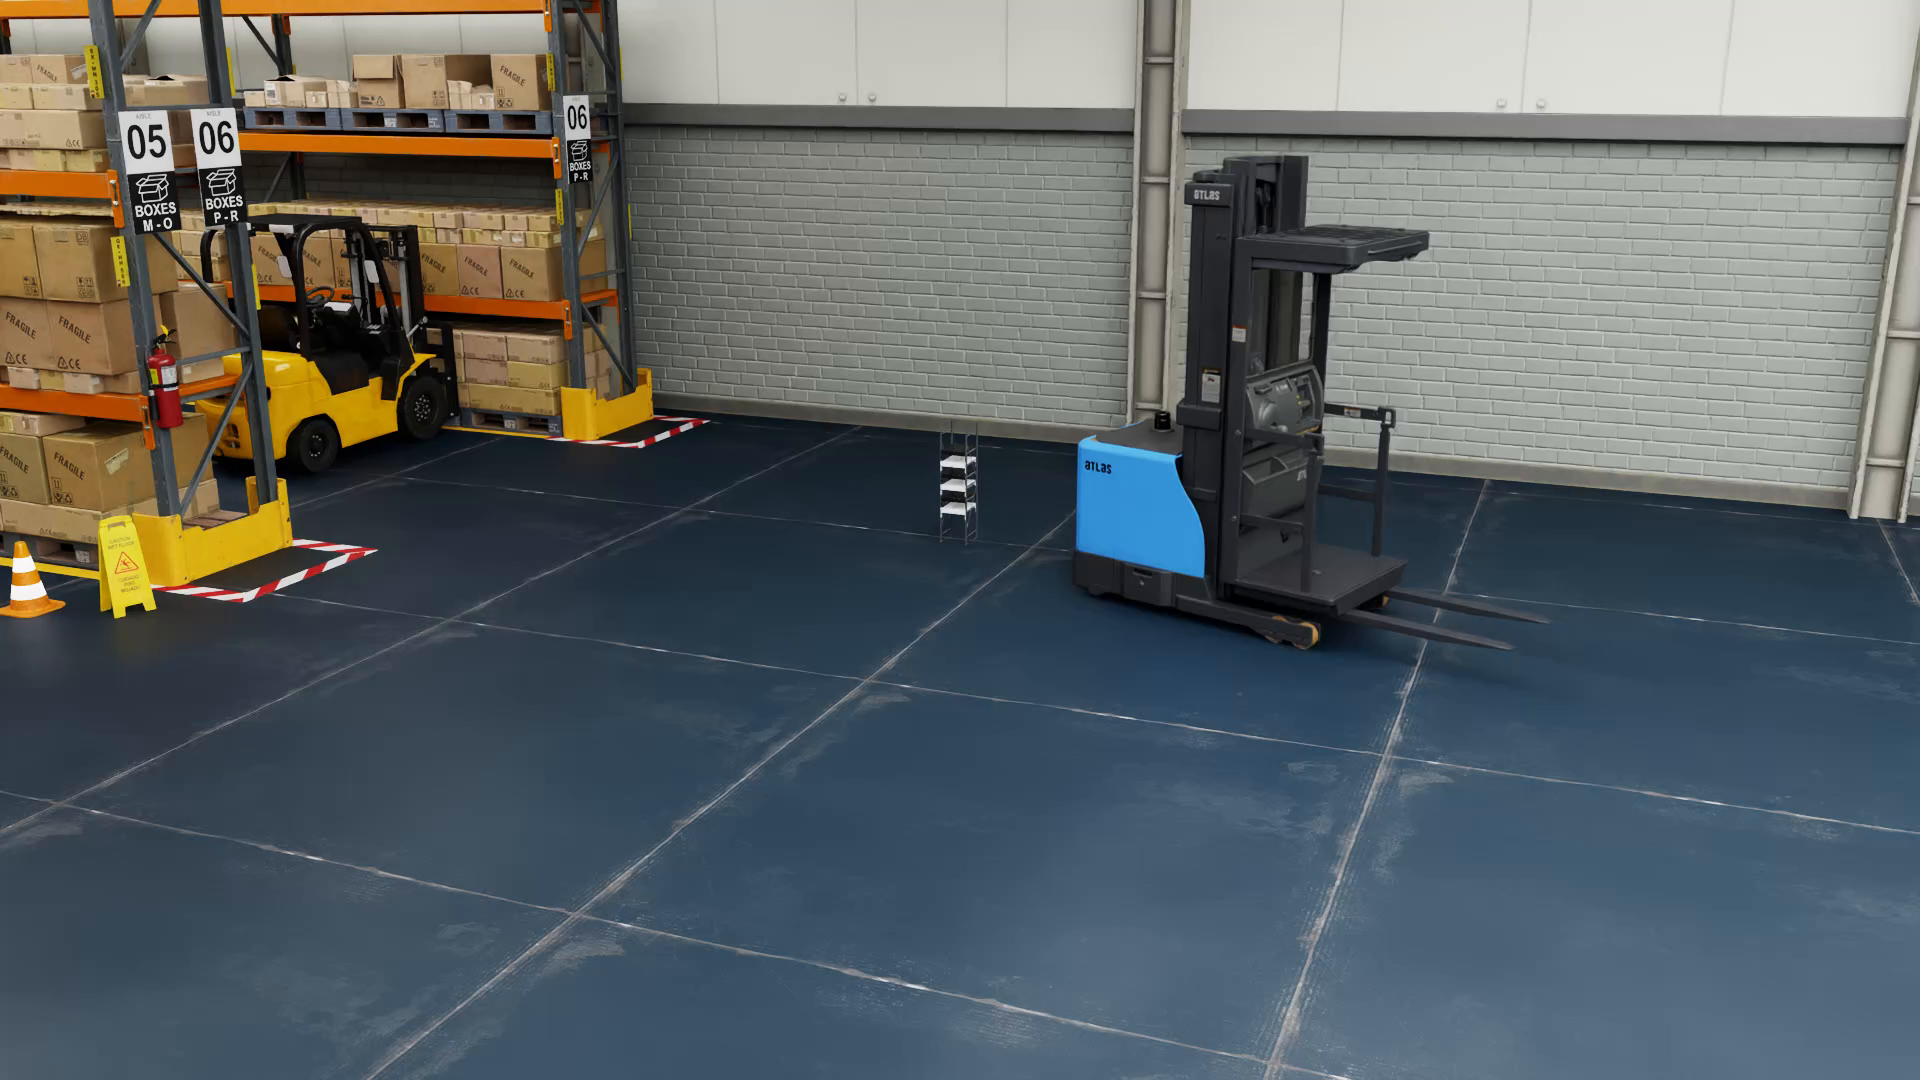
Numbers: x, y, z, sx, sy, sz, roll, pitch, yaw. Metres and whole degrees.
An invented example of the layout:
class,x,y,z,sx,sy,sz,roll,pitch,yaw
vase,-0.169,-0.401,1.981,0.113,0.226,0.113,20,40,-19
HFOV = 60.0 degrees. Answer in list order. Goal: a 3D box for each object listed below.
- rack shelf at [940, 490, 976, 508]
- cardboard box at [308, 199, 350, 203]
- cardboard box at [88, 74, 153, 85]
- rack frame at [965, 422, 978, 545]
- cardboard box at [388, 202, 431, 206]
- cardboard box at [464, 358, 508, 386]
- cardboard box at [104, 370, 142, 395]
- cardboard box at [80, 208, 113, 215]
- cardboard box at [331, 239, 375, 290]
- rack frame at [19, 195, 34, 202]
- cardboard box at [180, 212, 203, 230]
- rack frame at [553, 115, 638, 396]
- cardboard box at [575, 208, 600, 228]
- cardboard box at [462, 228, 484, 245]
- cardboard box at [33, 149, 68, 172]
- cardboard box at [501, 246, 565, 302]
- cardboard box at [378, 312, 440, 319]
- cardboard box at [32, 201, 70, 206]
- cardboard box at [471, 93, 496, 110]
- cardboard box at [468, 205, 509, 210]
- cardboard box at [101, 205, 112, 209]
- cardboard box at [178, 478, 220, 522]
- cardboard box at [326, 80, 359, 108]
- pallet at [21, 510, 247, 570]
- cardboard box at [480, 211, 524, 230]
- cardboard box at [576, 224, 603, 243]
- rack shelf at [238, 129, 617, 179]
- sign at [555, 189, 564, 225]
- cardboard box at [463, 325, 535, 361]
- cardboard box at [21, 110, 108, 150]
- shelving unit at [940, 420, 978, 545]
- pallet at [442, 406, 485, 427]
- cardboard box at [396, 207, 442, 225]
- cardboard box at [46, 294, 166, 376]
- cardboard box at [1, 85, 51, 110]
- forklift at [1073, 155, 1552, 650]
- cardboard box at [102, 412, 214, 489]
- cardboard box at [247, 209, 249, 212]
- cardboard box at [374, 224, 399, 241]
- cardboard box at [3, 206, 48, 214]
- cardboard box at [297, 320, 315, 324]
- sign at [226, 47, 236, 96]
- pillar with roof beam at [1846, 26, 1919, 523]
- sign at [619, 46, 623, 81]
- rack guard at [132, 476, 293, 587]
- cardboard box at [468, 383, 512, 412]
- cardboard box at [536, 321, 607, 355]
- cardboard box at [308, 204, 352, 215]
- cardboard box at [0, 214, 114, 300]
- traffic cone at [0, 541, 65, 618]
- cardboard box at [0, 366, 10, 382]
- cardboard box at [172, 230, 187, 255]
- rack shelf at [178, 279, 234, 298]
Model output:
class,x,y,z,sx,sy,sz,roll,pitch,yaw
rack shelf,-0.008,-0.315,12.585,0.200,0.077,0.258,6,17,21
cardboard box,-6.595,-3.479,17.402,0.250,0.149,0.380,6,17,19
cardboard box,-8.698,-4.704,17.346,0.500,0.311,0.500,6,17,19
rack frame,0.087,-0.423,12.515,0.006,0.900,0.240,6,17,21
cardboard box,-5.634,-3.376,17.047,0.250,0.149,0.380,6,17,20
cardboard box,-4.531,-1.703,16.440,0.500,0.250,0.500,6,17,20
cardboard box,-5.745,-1.133,11.646,0.250,0.149,0.380,7,18,22
cardboard box,-9.272,-3.497,17.995,0.250,0.149,0.380,6,17,21
cardboard box,-5.942,-2.802,16.766,0.500,0.500,0.500,6,17,20
rack frame,-10.942,-3.377,18.925,0.127,3.000,1.000,6,17,21
cardboard box,-8.076,-3.365,17.542,0.250,0.149,0.380,6,17,21
rack frame,-3.500,-2.559,16.107,0.127,3.000,1.000,6,17,21
cardboard box,-3.735,-3.151,16.270,0.250,0.149,0.380,6,17,20
cardboard box,-4.620,-2.970,16.181,0.250,0.149,0.380,6,17,20
cardboard box,-5.996,-2.572,11.222,0.250,0.149,0.380,6,17,21
cardboard box,-4.055,-2.589,16.031,0.500,0.500,0.500,6,17,19
cardboard box,-5.750,-2.226,17.345,0.500,0.250,0.500,6,17,21
cardboard box,-10.281,-3.758,18.895,0.250,0.149,0.380,7,18,22
cardboard box,-4.383,-4.134,15.671,0.250,0.149,0.380,6,17,19
cardboard box,-4.695,-3.259,16.644,0.250,0.149,0.380,7,18,22
cardboard box,-9.331,-3.658,18.550,0.250,0.149,0.380,6,17,20
cardboard box,-5.967,-0.306,12.527,0.500,0.250,0.500,6,17,20
cardboard box,-5.952,-4.363,16.250,0.258,0.266,0.396,6,17,19
pallet,-6.132,-0.032,12.404,1.213,0.211,1.003,6,17,21
cardboard box,-4.405,-3.080,16.026,0.250,0.149,0.380,7,17,22
cardboard box,-3.721,-3.020,16.353,0.250,0.149,0.380,6,17,19
rack shelf,-5.361,-3.858,16.493,4.000,0.370,1.077,6,17,21
sign,-3.712,-3.089,15.432,0.005,0.325,0.100,6,17,21
cardboard box,-4.520,-1.937,16.350,0.500,0.250,0.500,7,17,22
cardboard box,-5.893,-2.765,11.172,0.500,0.250,0.500,6,17,20
shelving unit,-0.008,-0.433,12.551,0.210,0.900,0.258,6,17,21
pallet,-5.358,-1.412,17.159,1.213,0.211,1.003,6,17,21
cardboard box,-5.340,-3.198,16.434,0.250,0.149,0.380,7,17,21
cardboard box,-5.924,-1.446,11.560,0.500,0.500,0.500,6,17,20
cardboard box,-6.211,-2.989,11.231,0.250,0.149,0.380,6,17,20
forklift,2.239,-0.895,10.499,3.031,2.935,1.130,13,20,37
cardboard box,-5.989,-0.669,12.430,0.500,0.500,0.500,6,17,19
cardboard box,-7.700,-3.460,17.868,0.250,0.149,0.380,6,17,19
cardboard box,-5.590,-3.063,16.502,0.250,0.149,0.380,6,17,19
cardboard box,-10.257,-3.581,18.285,0.250,0.149,0.380,7,18,22
cardboard box,-6.415,-2.143,17.061,0.500,0.250,0.500,6,17,21
sign,-5.119,-3.272,11.616,0.005,0.325,0.100,6,17,21
pillar with roof beam,5.766,-3.400,8.246,0.400,9.000,9.100,6,17,21
sign,-3.291,-4.600,16.049,0.005,0.325,0.100,6,17,21
rack guard,-5.389,-0.078,12.046,0.348,0.500,1.175,6,17,21
cardboard box,-4.513,-1.459,16.498,0.500,0.250,0.500,6,17,21
cardboard box,-3.878,-2.018,16.630,0.500,0.250,0.500,6,17,20
cardboard box,-6.315,-3.280,16.717,0.250,0.149,0.380,7,17,22
cardboard box,-6.342,-1.991,11.646,0.500,0.500,0.700,6,17,21
traffic cone,-6.192,0.238,11.024,0.334,0.463,0.336,6,17,21
cardboard box,-6.689,-1.243,12.026,0.250,0.149,0.380,7,17,21
cardboard box,-8.253,-3.170,17.587,0.500,0.250,0.500,6,17,19
rack shelf,-9.082,-2.827,18.321,4.000,0.370,1.077,6,17,21
